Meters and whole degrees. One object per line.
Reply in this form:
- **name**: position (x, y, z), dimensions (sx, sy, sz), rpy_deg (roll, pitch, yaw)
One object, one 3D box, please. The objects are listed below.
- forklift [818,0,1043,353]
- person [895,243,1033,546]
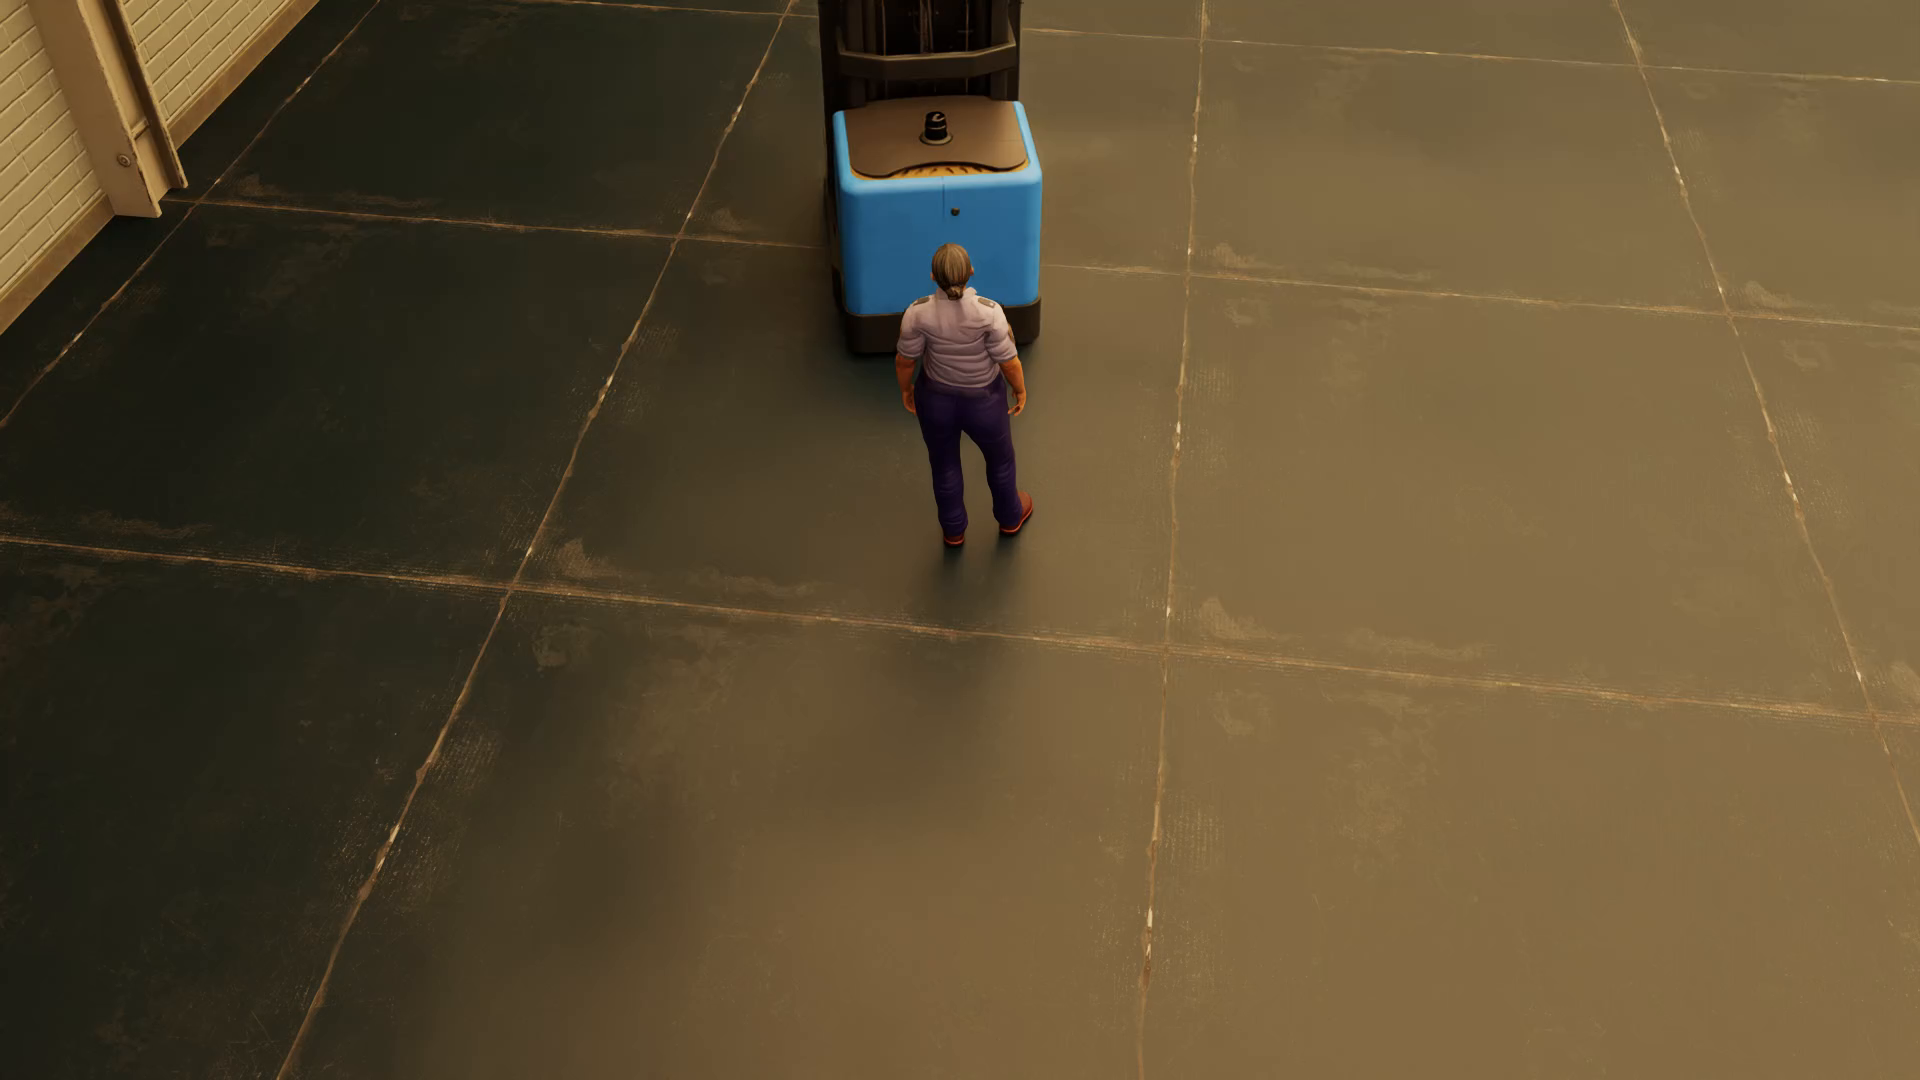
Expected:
- **forklift**: position (-0.245, -3.071, 9.068), dimensions (1.130, 2.935, 3.031), rpy_deg (-4, 43, -5)
- **person**: position (0.034, -0.670, 7.391), dimensions (0.599, 1.650, 0.503), rpy_deg (5, 43, 6)
